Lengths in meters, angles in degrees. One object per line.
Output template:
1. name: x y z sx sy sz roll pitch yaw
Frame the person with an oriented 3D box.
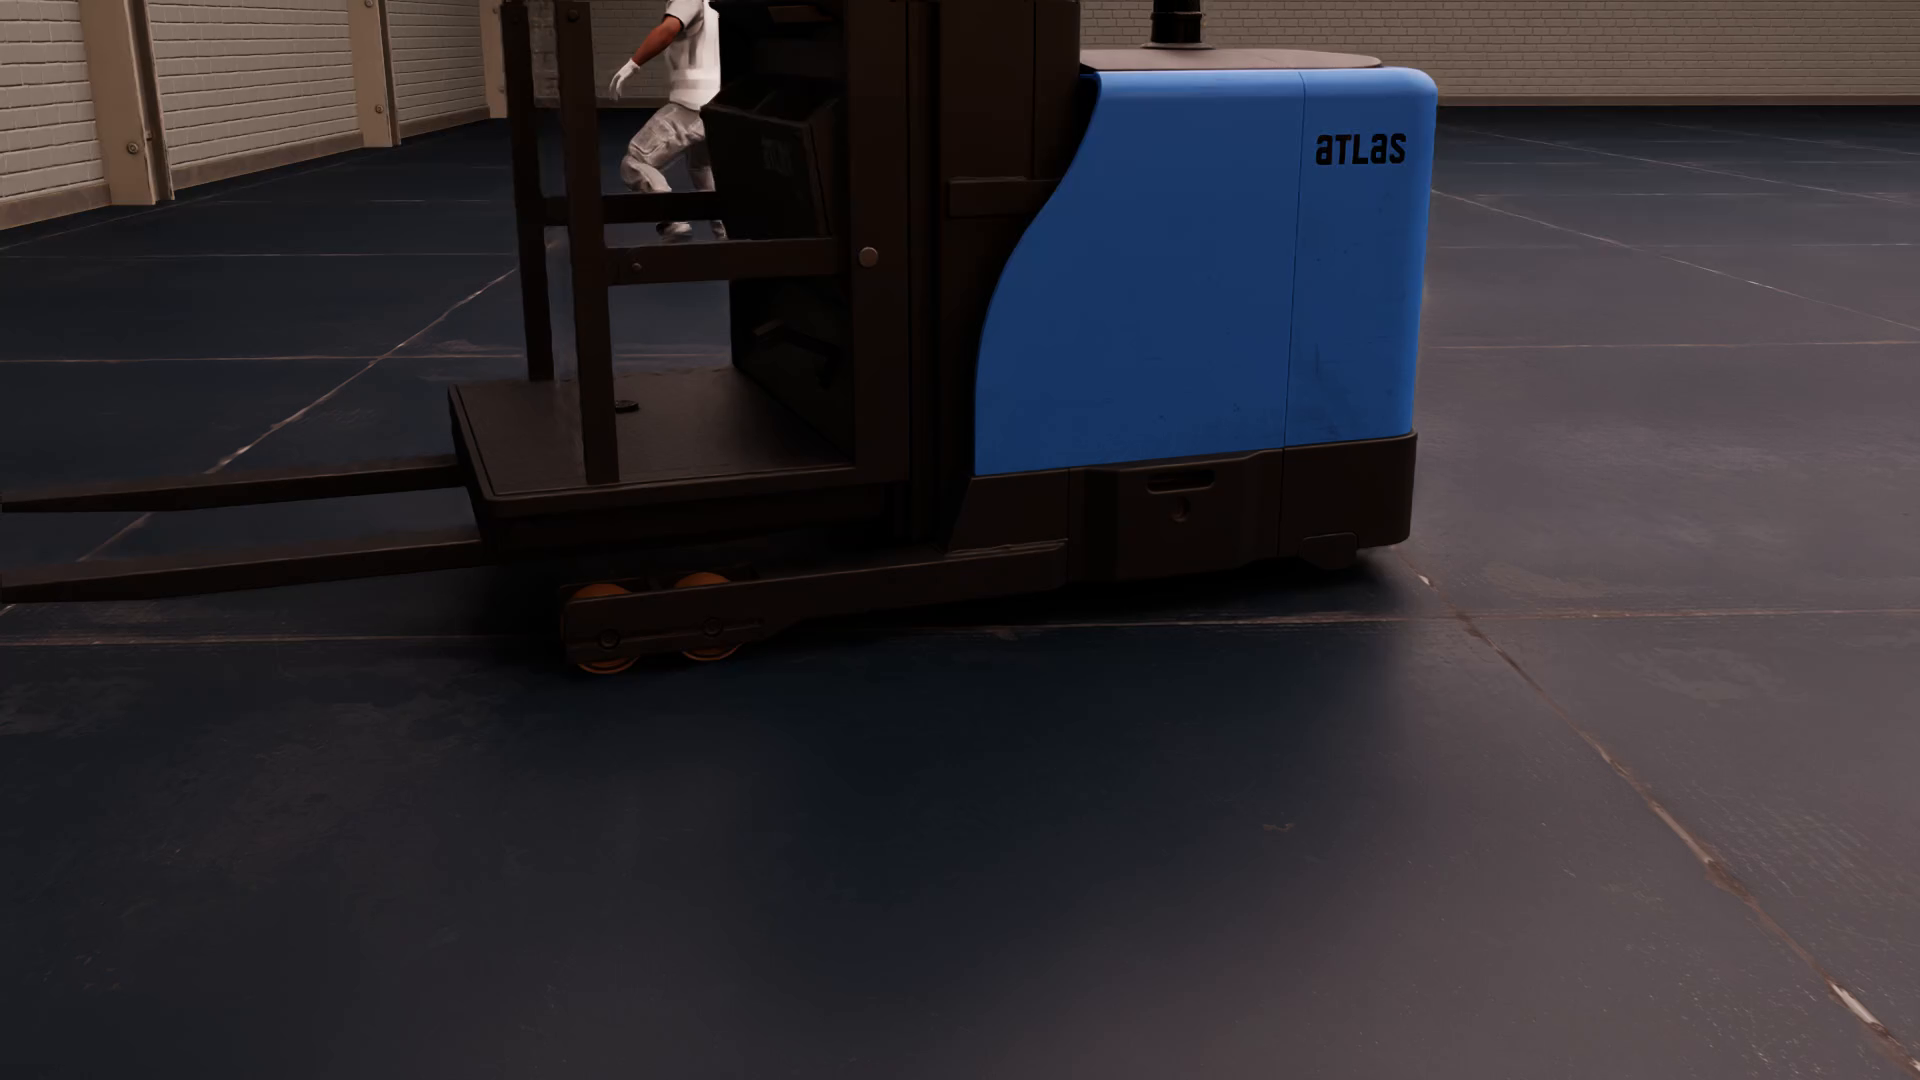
1. person: -1.310 -2.220 8.493 0.508 1.657 1.212 8 19 25

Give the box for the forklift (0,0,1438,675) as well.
1. forklift: -0.571 -1.325 3.239 3.031 2.935 1.130 -6 18 -19
